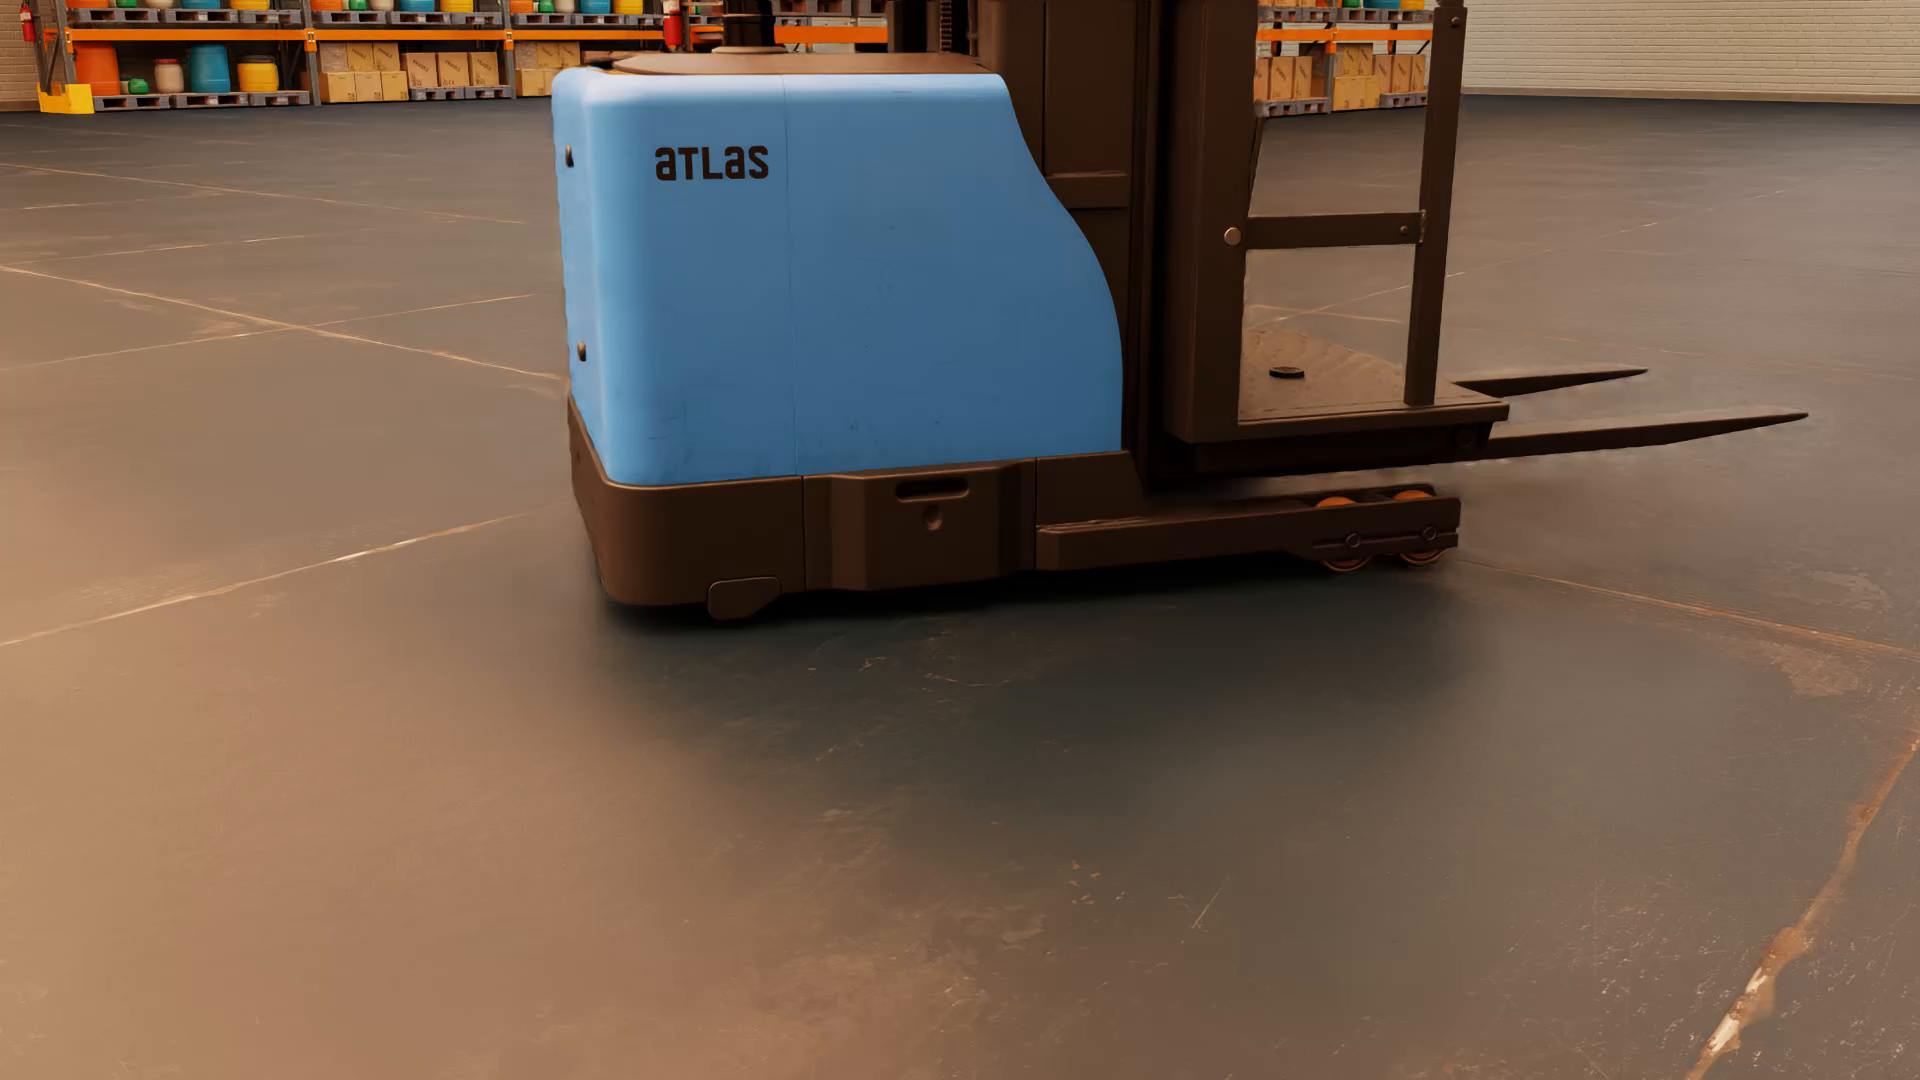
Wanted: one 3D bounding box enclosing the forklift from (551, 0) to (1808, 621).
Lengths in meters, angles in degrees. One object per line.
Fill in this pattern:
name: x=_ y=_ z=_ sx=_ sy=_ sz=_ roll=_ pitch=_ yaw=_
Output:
forklift: x=0.618 y=-1.472 z=3.744 sx=3.031 sy=2.935 sz=1.130 roll=-5 pitch=18 yaw=-17
